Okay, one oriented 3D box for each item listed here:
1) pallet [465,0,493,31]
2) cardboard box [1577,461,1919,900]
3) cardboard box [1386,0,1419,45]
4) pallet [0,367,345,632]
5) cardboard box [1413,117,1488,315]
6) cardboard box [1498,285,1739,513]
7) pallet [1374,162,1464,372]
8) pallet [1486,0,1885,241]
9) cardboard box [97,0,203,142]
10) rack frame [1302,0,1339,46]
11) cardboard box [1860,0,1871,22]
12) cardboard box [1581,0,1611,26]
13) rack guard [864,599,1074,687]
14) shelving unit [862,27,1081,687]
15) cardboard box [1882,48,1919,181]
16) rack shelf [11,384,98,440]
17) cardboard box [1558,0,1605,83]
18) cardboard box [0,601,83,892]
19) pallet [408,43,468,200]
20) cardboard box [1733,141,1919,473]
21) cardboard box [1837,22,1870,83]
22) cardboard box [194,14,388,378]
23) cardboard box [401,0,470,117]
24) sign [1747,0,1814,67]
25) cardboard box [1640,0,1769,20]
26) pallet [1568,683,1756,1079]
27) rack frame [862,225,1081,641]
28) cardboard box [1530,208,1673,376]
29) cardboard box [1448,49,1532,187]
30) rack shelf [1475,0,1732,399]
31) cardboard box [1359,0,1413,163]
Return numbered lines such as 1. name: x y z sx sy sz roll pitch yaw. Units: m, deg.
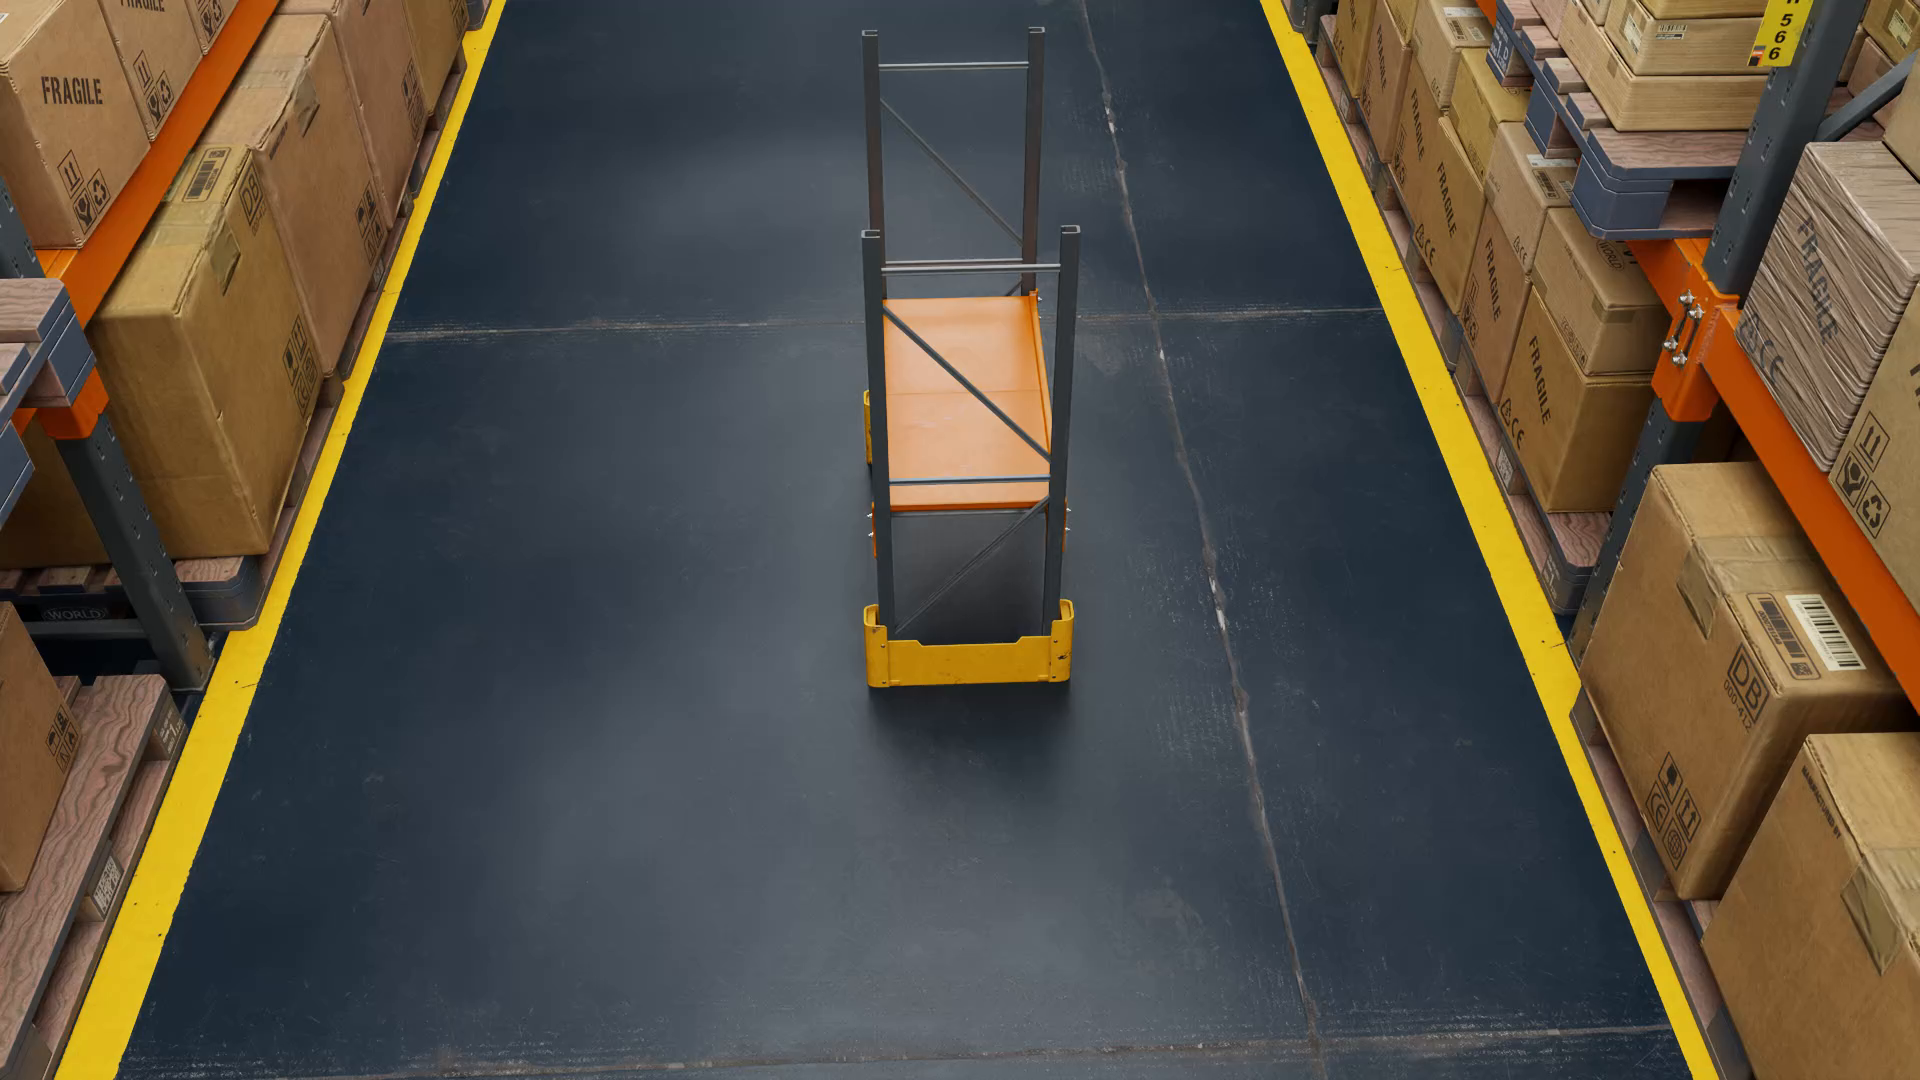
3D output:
1. pallet: -2.794 -2.881 8.237 1.003 0.211 1.213 -2 43 -2
2. cardboard box: 2.226 0.321 4.034 1.050 0.750 0.750 -2 43 -2
3. cardboard box: 1.912 -2.112 6.318 0.500 0.250 0.500 -1 43 -1
4. pallet: -2.628 -0.200 5.312 1.003 0.211 1.213 -2 43 -2
5. cardboard box: 1.943 -1.145 5.818 0.500 0.500 0.500 -3 43 -4
6. cardboard box: 2.000 -0.437 5.046 0.500 0.500 0.500 -2 43 -2
7. pallet: 2.209 -1.089 6.281 1.003 0.211 1.213 -2 43 -2
8. pallet: 2.153 -1.175 4.454 1.213 0.211 1.003 -2 43 -2
9. cardboard box: -2.443 -1.414 4.499 0.500 0.500 0.500 -3 43 -3
10. rack frame: 2.120 -3.468 6.813 1.000 3.000 0.127 -2 43 -2
11. cardboard box: 2.456 -1.454 4.272 0.380 0.149 0.250 0 43 0
12. cardboard box: 1.801 -1.440 4.256 0.380 0.149 0.250 0 43 0
13. rack guard: 0.024 0.296 4.743 0.587 0.250 0.087 -2 43 -2
14. shelving unit: 0.003 -0.501 4.687 0.587 1.500 1.083 -2 43 -2
15. cardboard box: 2.299 -0.869 3.165 0.700 0.500 0.500 -2 43 -2
16. rack shelf: -2.585 0.922 2.556 1.077 0.370 4.000 -2 43 -2
17. cardboard box: 1.801 -1.317 4.342 0.380 0.149 0.250 -2 43 -2
18. cardboard box: -2.622 0.518 3.990 0.700 0.500 0.500 -4 43 -4
19. pallet: -2.732 -1.847 7.109 1.003 0.211 1.213 -2 43 -2
20. cardboard box: 2.039 -0.493 3.494 0.500 0.500 0.500 -1 43 -1
21. cardboard box: 2.461 -1.319 4.344 0.380 0.149 0.250 0 43 0
22. cardboard box: -2.709 -1.133 5.528 1.225 0.875 0.875 -2 43 -2
23. cardboard box: -2.793 -2.334 6.838 1.225 0.875 0.875 -2 43 -2
24. sign: 1.748 -1.143 3.479 0.100 0.325 0.005 -2 43 -2
25. cardboard box: 1.811 -1.367 3.956 0.380 0.149 0.250 -3 43 -3
26. pallet: 2.248 0.795 4.226 1.003 0.211 1.213 -2 43 -2
27. rack frame: 0.025 -0.152 4.306 0.500 1.500 0.032 -2 43 -2
28. cardboard box: 1.999 -0.731 4.812 0.500 0.250 0.500 -3 43 -3
29. cardboard box: 1.960 -1.415 5.559 0.500 0.250 0.500 -1 43 -1
30. rack shelf: 2.205 -1.852 5.583 1.077 0.370 4.000 -2 43 -2
31. cardboard box: 1.910 -1.837 6.574 0.500 0.500 0.500 0 43 0
